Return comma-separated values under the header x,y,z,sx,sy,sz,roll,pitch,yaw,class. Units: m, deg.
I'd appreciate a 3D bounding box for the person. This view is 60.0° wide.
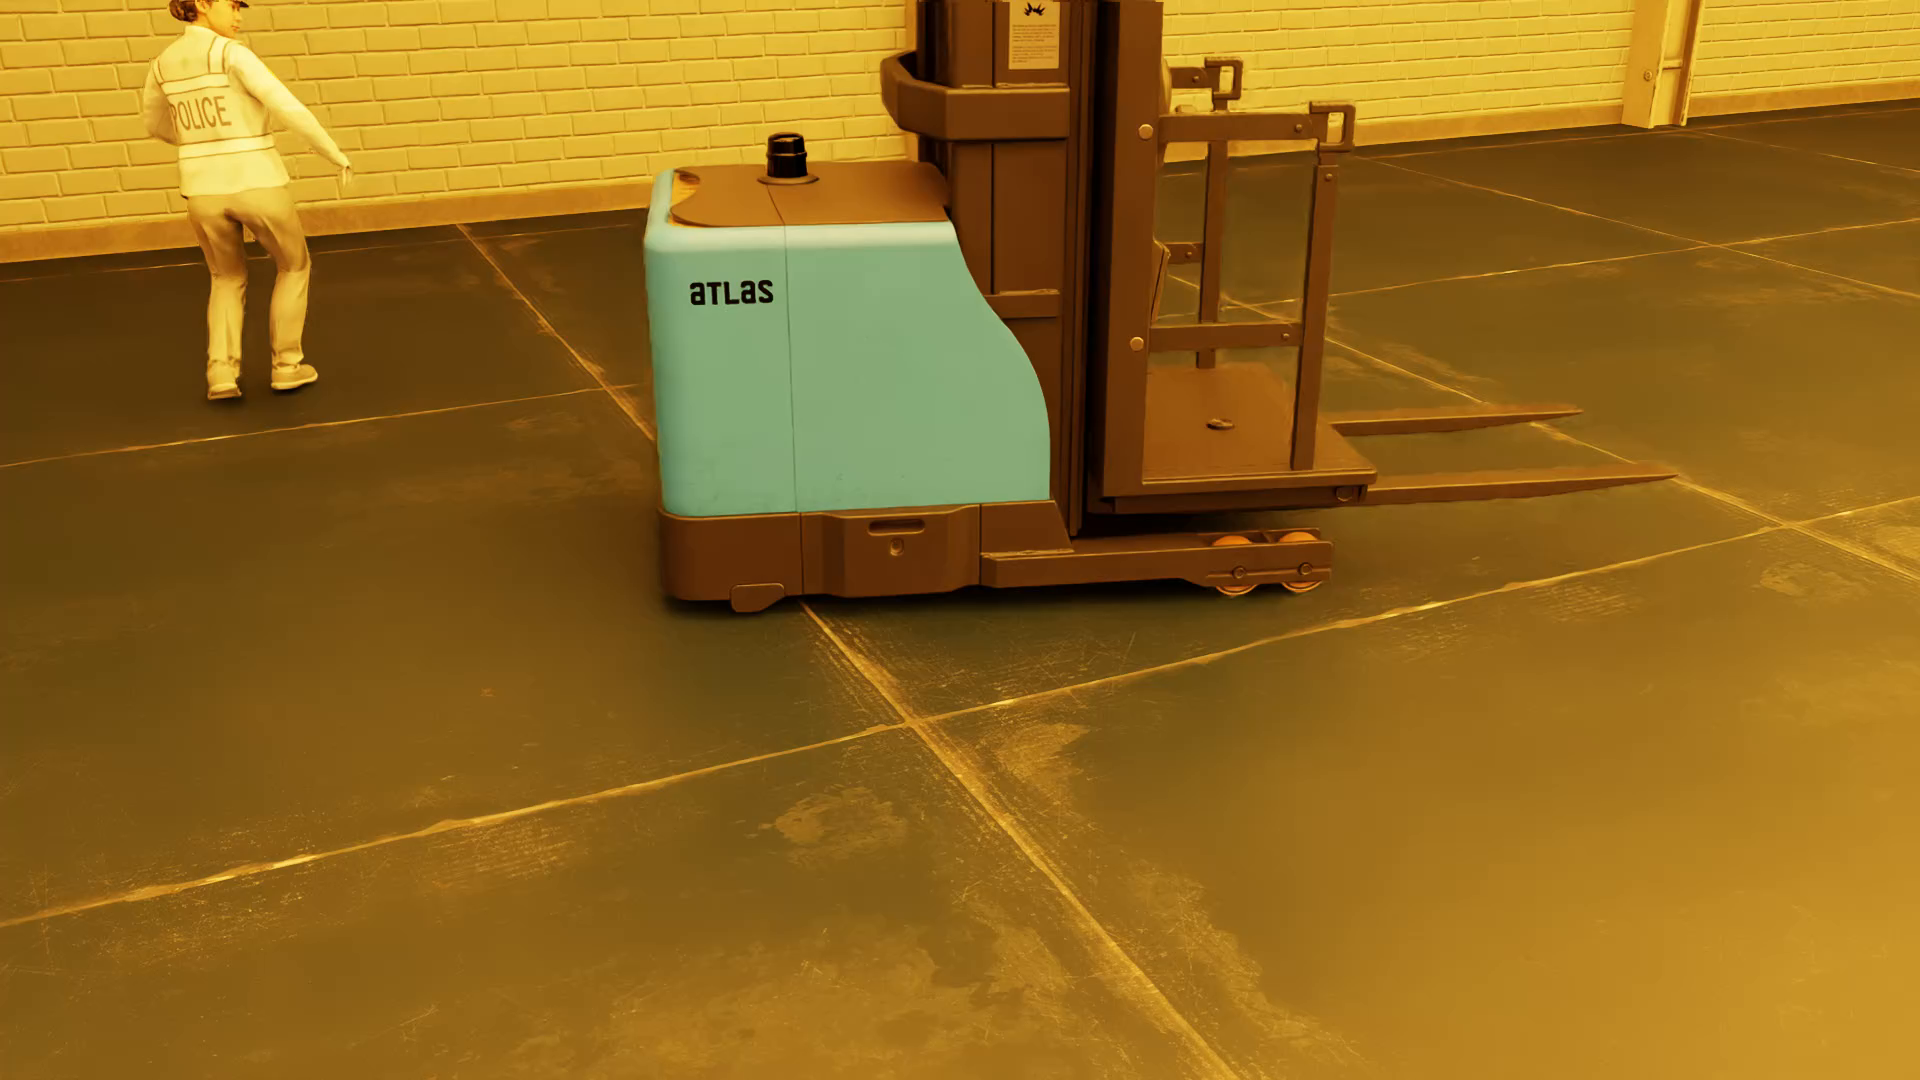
x,y,z,sx,sy,sz,roll,pitch,yaw,class
-2.665,-1.327,6.241,0.742,1.594,0.672,1,23,3,person

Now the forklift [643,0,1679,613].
x,y,z,sx,sy,sz,roll,pitch,yaw,class
0.624,-1.394,4.643,3.031,2.935,1.130,-3,23,-7,forklift
